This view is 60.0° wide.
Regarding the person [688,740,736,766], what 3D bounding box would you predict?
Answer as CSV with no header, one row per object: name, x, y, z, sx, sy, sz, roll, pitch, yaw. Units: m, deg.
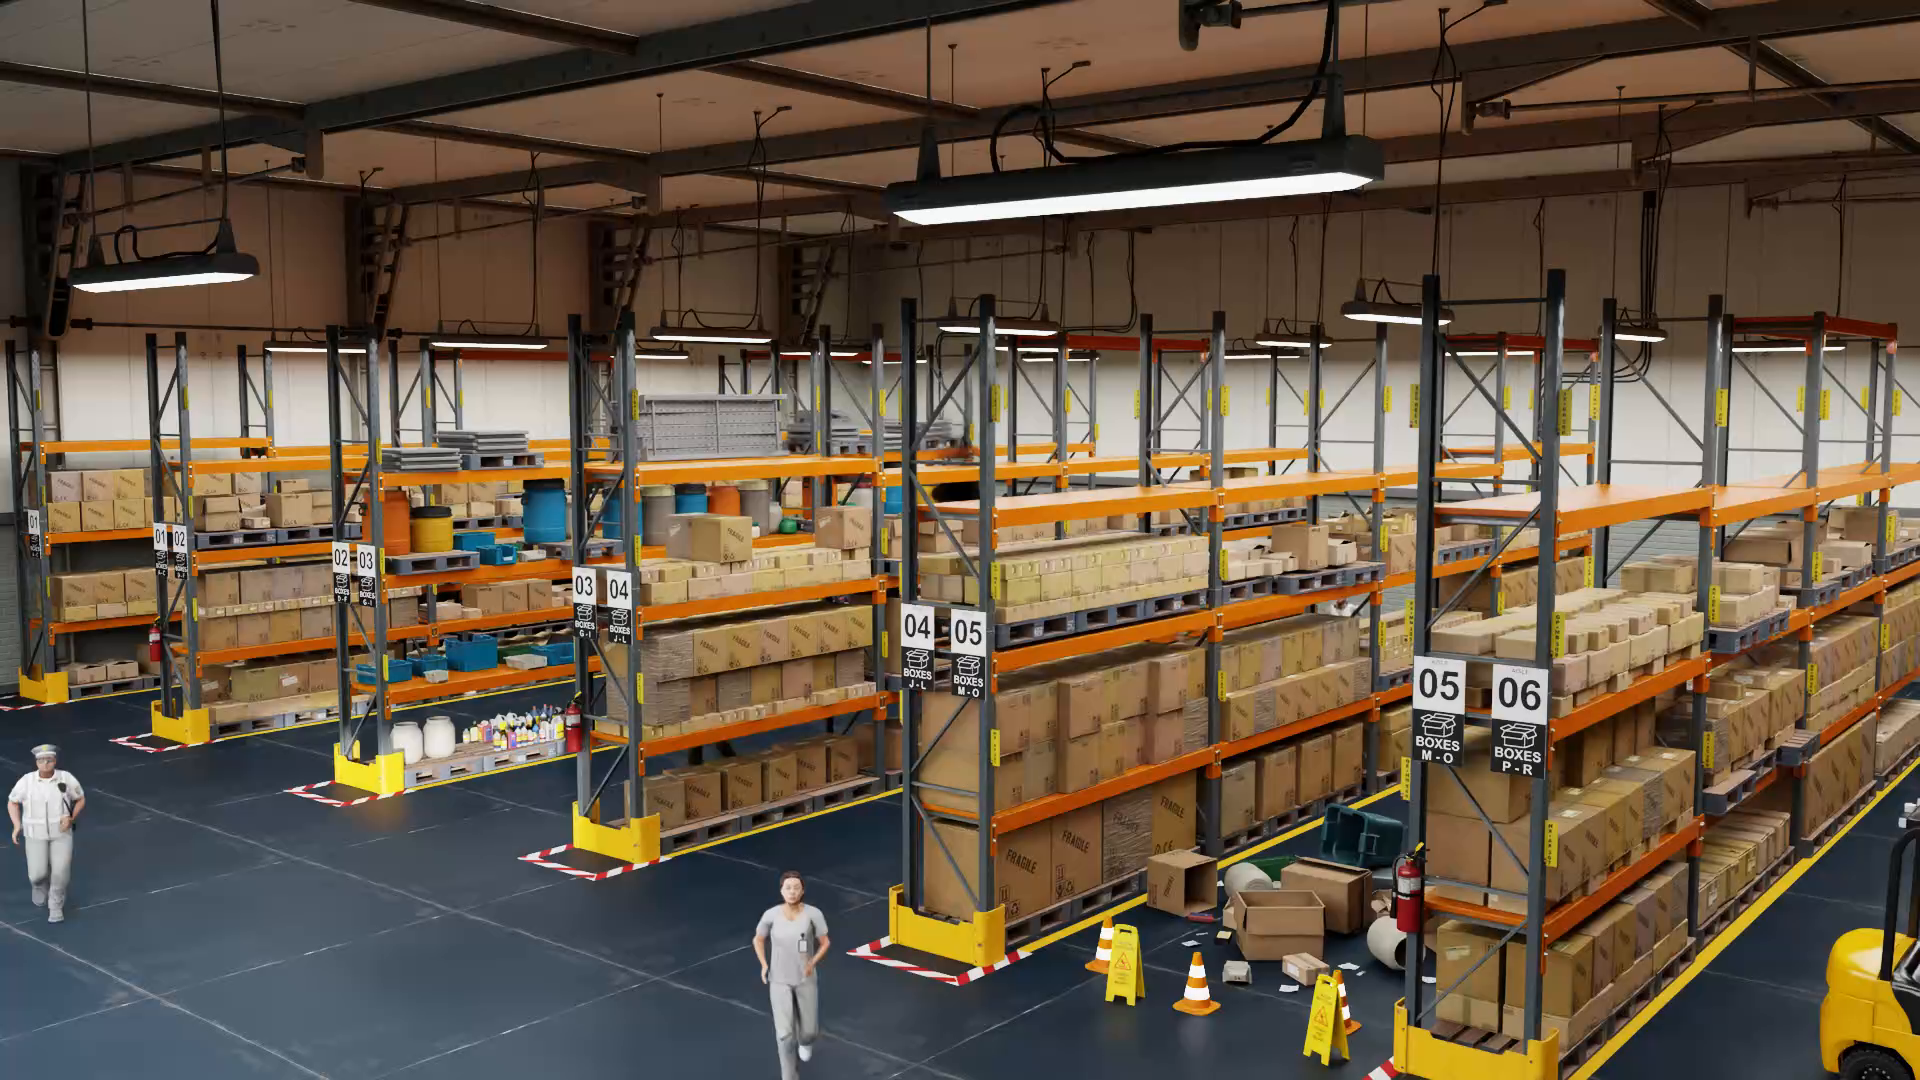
person,-3.217,2.327,21.583,0.677,1.835,0.909,4,6,35

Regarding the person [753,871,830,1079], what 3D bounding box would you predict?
person,-1.247,3.246,12.310,0.569,1.625,0.734,0,5,-5

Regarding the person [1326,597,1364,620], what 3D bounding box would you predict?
person,6.593,1.644,28.656,0.629,1.678,0.903,4,6,36

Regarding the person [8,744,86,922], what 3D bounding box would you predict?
person,-8.891,2.847,16.222,0.672,1.742,0.599,-3,6,-29

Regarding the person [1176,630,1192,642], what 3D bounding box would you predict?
person,3.247,2.116,24.427,0.587,1.741,0.808,3,6,33
